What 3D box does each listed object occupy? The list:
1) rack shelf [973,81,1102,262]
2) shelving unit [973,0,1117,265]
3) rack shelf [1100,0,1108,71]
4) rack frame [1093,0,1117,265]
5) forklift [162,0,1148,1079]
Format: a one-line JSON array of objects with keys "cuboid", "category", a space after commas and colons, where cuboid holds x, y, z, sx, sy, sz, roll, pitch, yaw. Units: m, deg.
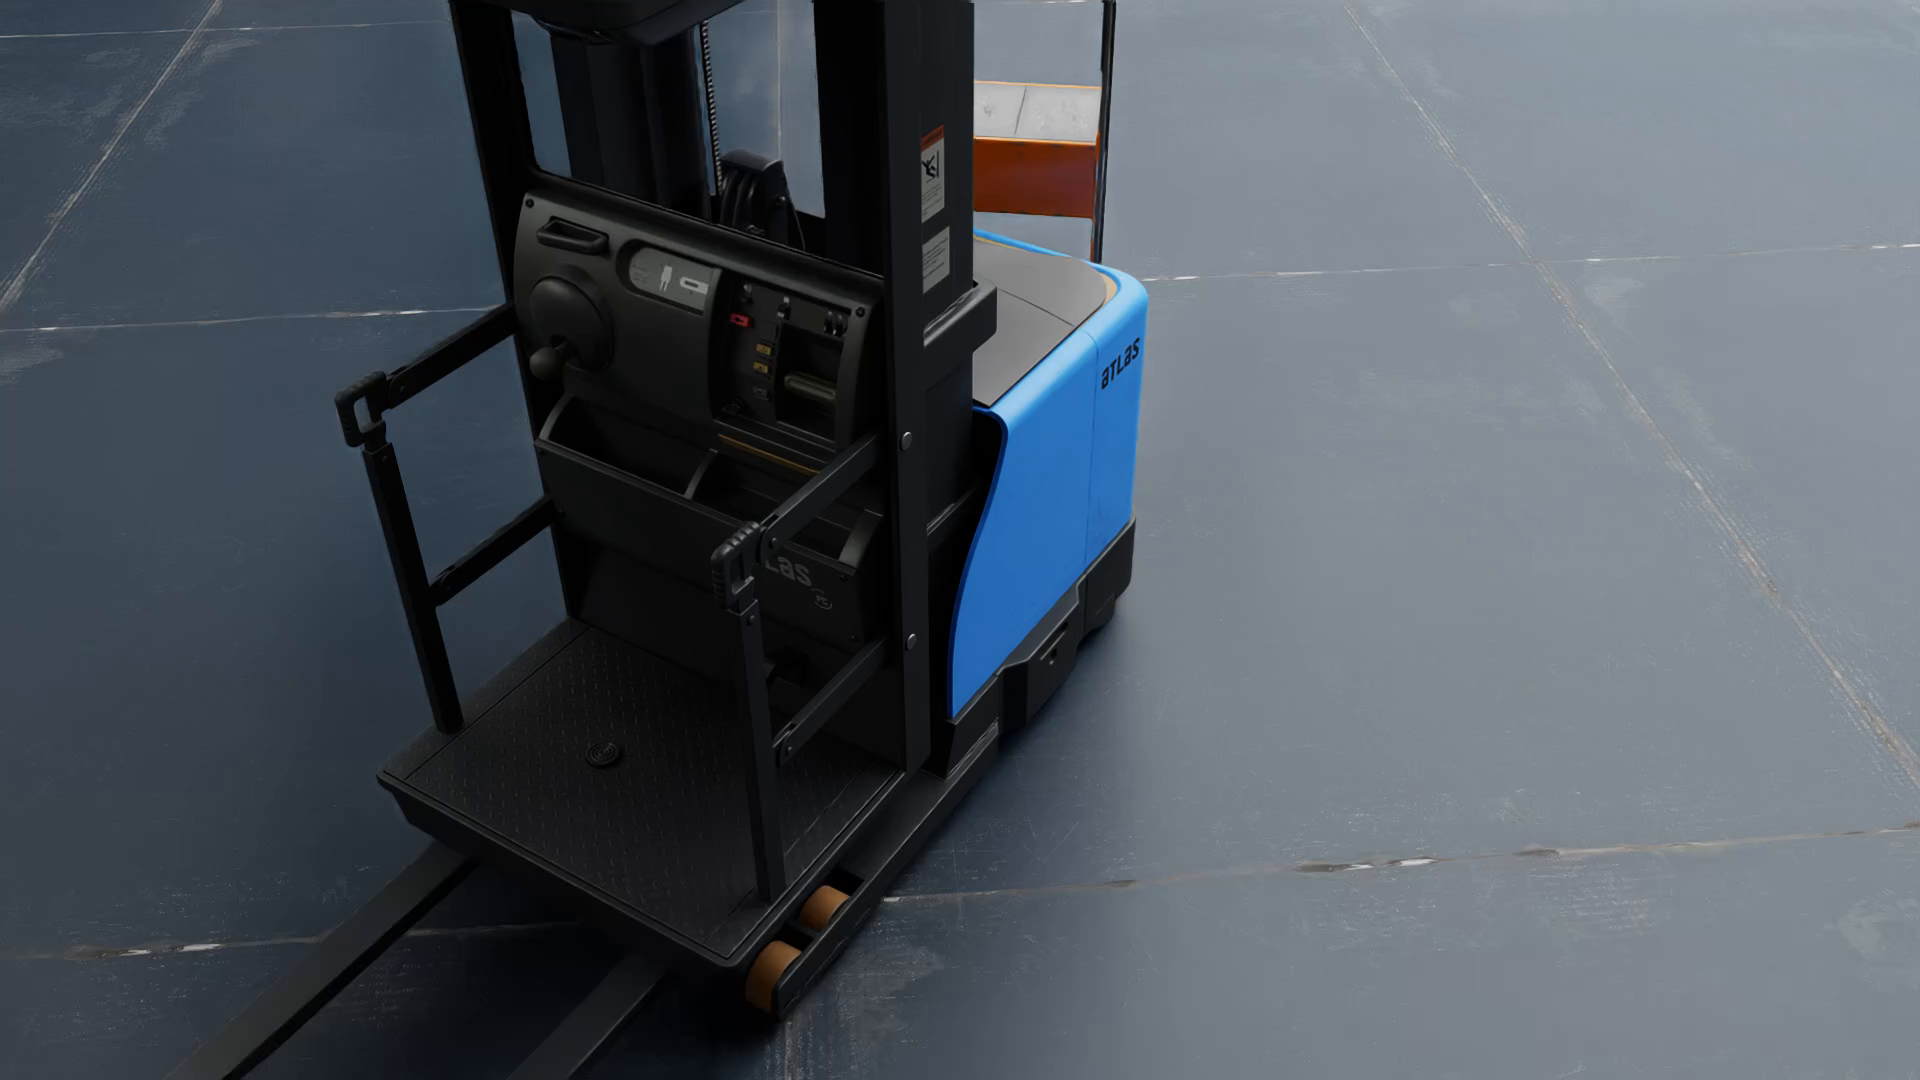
[{"cuboid": [0.174, -1.057, 4.916, 0.480, 0.518, 0.431, 5, 39, 6], "category": "rack shelf"}, {"cuboid": [0.174, -1.067, 4.908, 0.503, 2.100, 0.431, 5, 39, 6], "category": "shelving unit"}, {"cuboid": [0.174, -1.606, 4.482, 0.480, 0.518, 0.431, 5, 39, 6], "category": "rack shelf"}, {"cuboid": [0.416, -1.048, 4.883, 0.015, 2.100, 0.400, 5, 39, 6], "category": "rack frame"}, {"cuboid": [-0.693, -0.387, 3.374, 1.130, 2.935, 3.031, 21, 43, 25], "category": "forklift"}]
